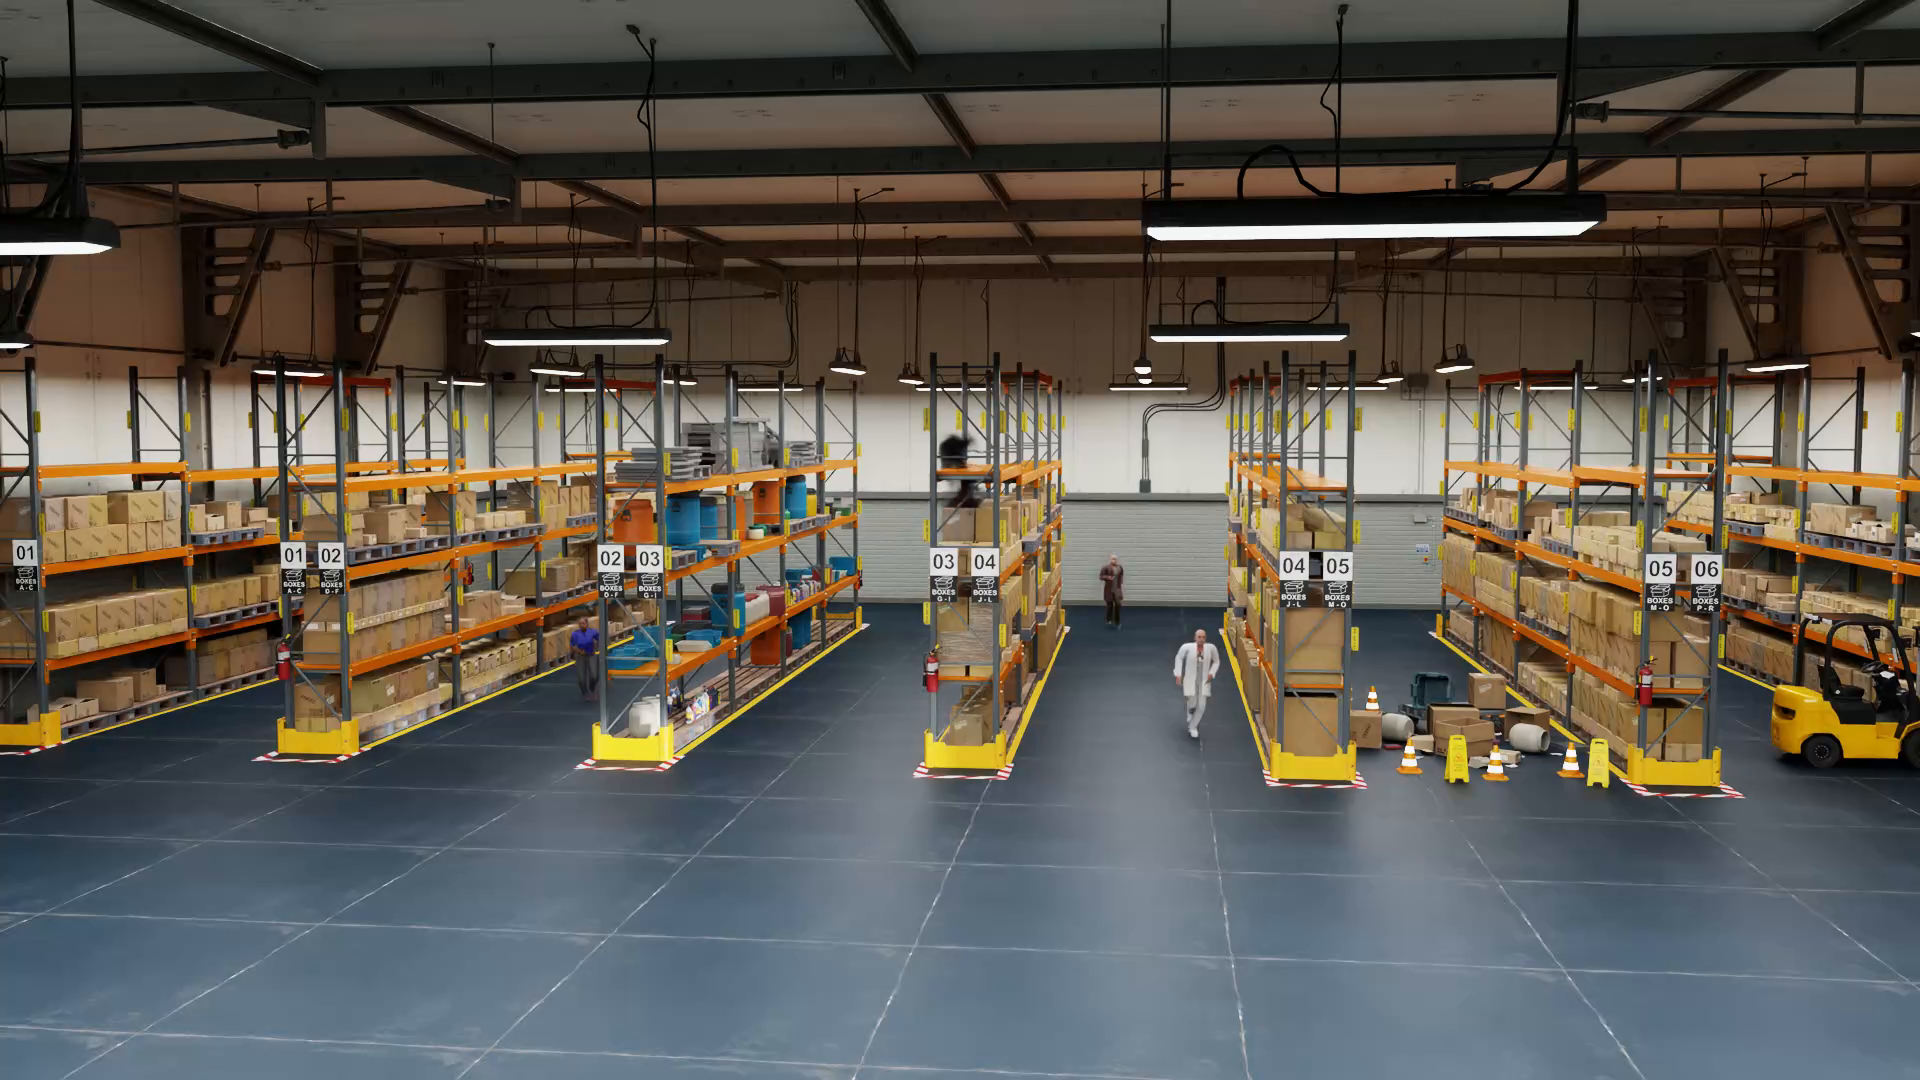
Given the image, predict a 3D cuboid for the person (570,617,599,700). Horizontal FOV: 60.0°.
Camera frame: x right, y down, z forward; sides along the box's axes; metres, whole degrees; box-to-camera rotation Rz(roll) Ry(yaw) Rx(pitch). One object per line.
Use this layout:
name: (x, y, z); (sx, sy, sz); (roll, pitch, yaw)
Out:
person: (-6.675, 2.127, 29.722); (0.583, 1.547, 0.825); (-1, 4, -12)

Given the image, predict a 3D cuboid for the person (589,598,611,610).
person: (-9.229, 1.111, 42.949); (0.873, 1.673, 0.603); (1, 4, 15)

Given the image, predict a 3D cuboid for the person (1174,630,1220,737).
person: (3.797, 2.268, 26.662); (0.702, 1.713, 0.716); (0, 4, -7)

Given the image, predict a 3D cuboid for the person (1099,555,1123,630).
person: (3.695, 1.283, 40.411); (0.677, 1.840, 0.835); (-1, 4, -10)
